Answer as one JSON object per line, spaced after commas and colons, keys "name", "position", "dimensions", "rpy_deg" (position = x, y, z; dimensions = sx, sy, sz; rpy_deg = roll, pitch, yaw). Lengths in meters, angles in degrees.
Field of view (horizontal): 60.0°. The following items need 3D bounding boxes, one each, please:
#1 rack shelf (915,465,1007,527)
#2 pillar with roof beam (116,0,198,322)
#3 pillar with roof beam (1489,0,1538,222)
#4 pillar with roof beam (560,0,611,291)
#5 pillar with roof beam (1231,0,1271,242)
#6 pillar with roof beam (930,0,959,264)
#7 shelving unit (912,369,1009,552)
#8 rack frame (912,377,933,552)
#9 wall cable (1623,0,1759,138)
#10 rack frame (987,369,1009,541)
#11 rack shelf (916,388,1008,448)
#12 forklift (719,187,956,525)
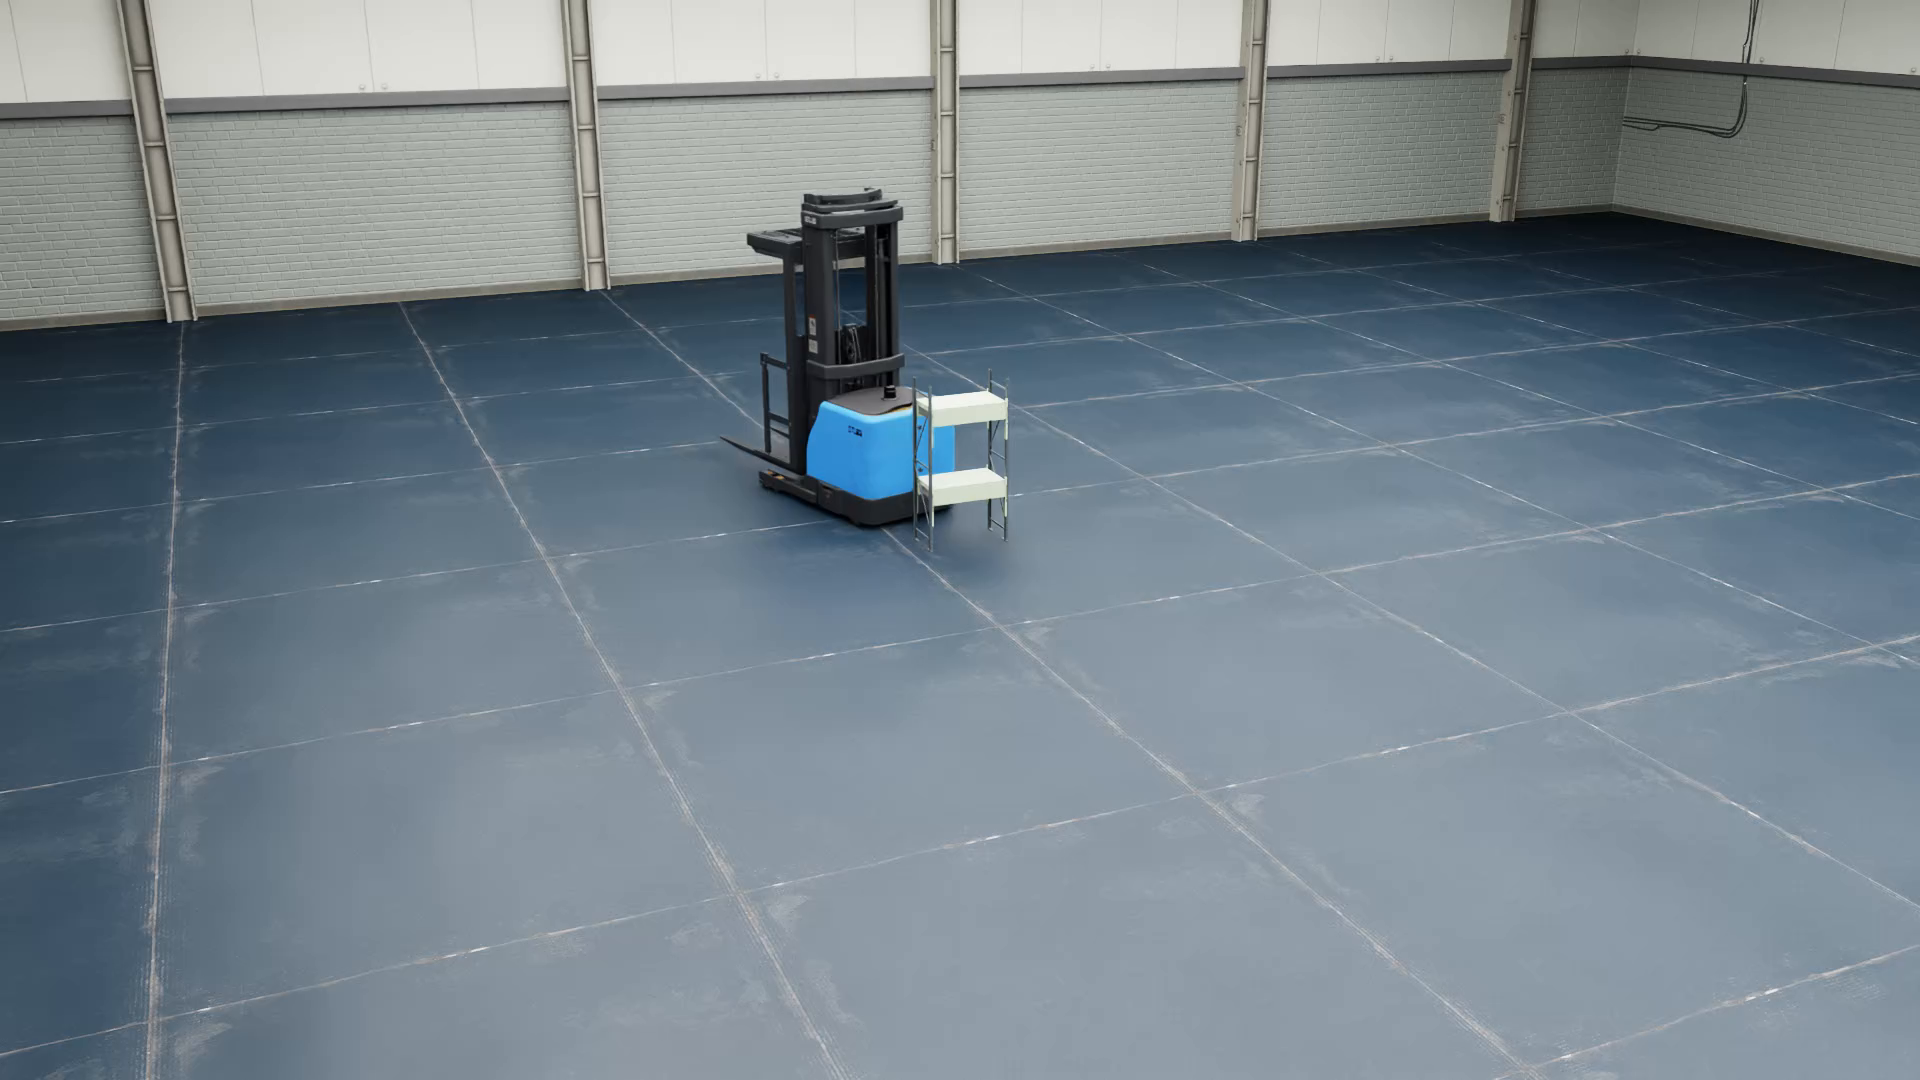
{"name": "rack shelf", "position": [0.006, -0.401, 14.884], "dimensions": [0.720, 0.370, 0.431], "rpy_deg": [-8, 21, -22]}
{"name": "pillar with roof beam", "position": [-9.565, -6.130, 18.883], "dimensions": [0.400, 9.000, 9.100], "rpy_deg": [-8, 21, -22]}
{"name": "pillar with roof beam", "position": [12.472, -9.288, 27.850], "dimensions": [0.400, 9.000, 9.100], "rpy_deg": [-8, 21, -22]}
{"name": "pillar with roof beam", "position": [-4.056, -6.920, 21.125], "dimensions": [0.400, 9.000, 9.100], "rpy_deg": [-8, 21, -22]}
{"name": "pillar with roof beam", "position": [6.963, -8.498, 25.608], "dimensions": [0.400, 9.000, 9.100], "rpy_deg": [-8, 21, -22]}
{"name": "pillar with roof beam", "position": [1.453, -7.709, 23.367], "dimensions": [0.400, 9.000, 9.100], "rpy_deg": [-8, 21, -22]}
{"name": "shelving unit", "position": [0.006, -0.708, 14.775], "dimensions": [0.755, 1.500, 0.431], "rpy_deg": [-8, 21, -22]}
{"name": "rack frame", "position": [-0.330, -0.660, 14.639], "dimensions": [0.023, 1.500, 0.400], "rpy_deg": [-8, 21, -22]}
{"name": "wall cable", "position": [13.995, -9.120, 32.050], "dimensions": [0.112, 2.526, 3.097], "rpy_deg": [-8, 21, -22]}
{"name": "rack frame", "position": [0.342, -0.756, 14.912], "dimensions": [0.023, 1.500, 0.400], "rpy_deg": [-8, 21, -22]}
{"name": "rack shelf", "position": [0.006, -1.076, 14.646], "dimensions": [0.720, 0.370, 0.431], "rpy_deg": [-8, 21, -22]}
{"name": "forklift", "position": [-1.337, -1.940, 16.120], "dimensions": [1.130, 2.935, 3.031], "rpy_deg": [-15, 24, -36]}
